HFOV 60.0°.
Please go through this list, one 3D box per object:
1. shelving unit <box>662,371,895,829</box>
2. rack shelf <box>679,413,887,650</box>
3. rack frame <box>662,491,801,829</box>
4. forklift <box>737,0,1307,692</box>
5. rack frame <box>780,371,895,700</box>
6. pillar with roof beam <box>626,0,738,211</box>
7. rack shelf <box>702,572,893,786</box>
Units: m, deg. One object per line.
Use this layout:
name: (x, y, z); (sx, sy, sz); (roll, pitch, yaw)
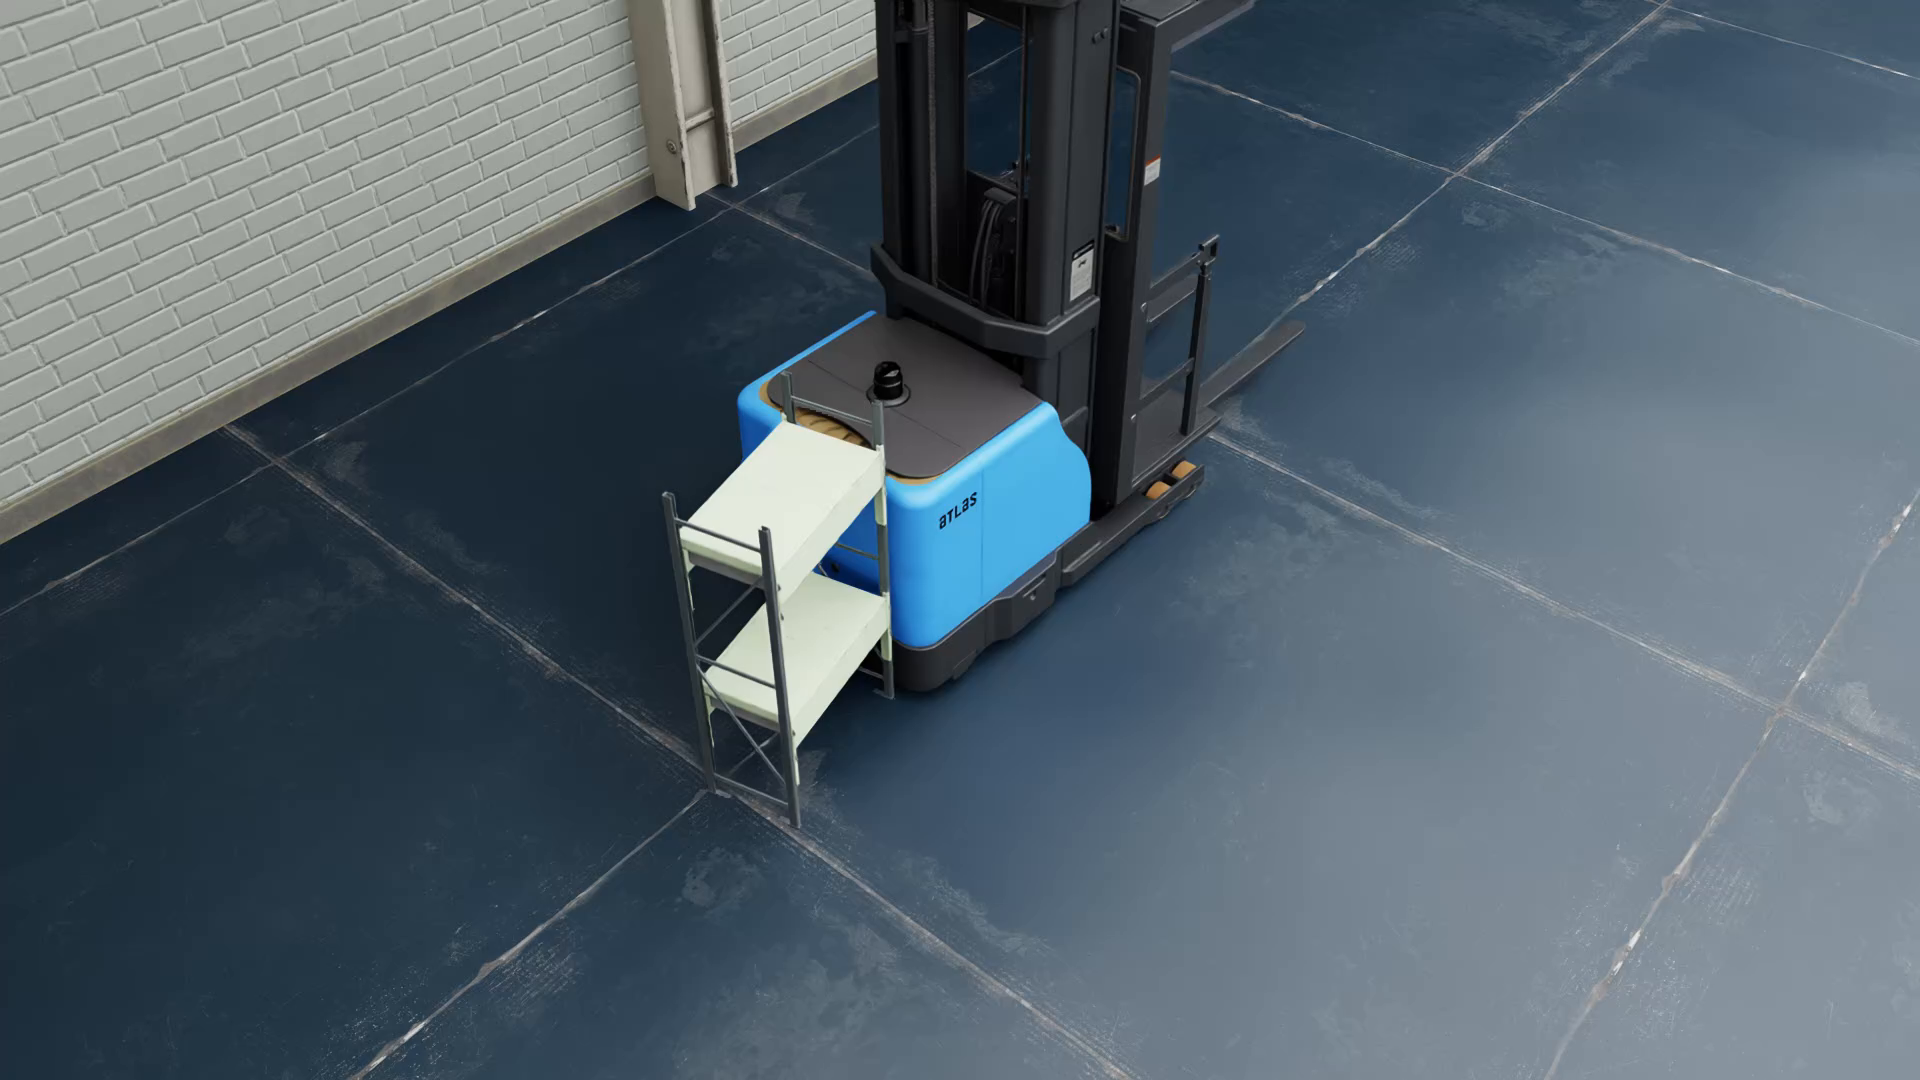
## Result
shelving unit: (-0.614, 0.245, 6.048); (0.431, 1.500, 0.755); (19, 46, 20)
rack shelf: (-0.614, -0.044, 5.786); (0.431, 0.370, 0.720); (19, 46, 20)
rack frame: (-0.780, 0.464, 5.807); (0.400, 1.500, 0.023); (19, 46, 20)
forklift: (0.470, -1.388, 6.780); (1.130, 2.935, 3.031); (31, 51, 30)
rack frame: (-0.449, 0.025, 6.290); (0.400, 1.500, 0.023); (19, 46, 20)
pillar with roof beam: (1.757, -3.513, 4.607); (9.100, 9.000, 0.400); (29, 50, 28)
rack shelf: (-0.614, 0.486, 6.268); (0.431, 0.370, 0.720); (19, 46, 20)
